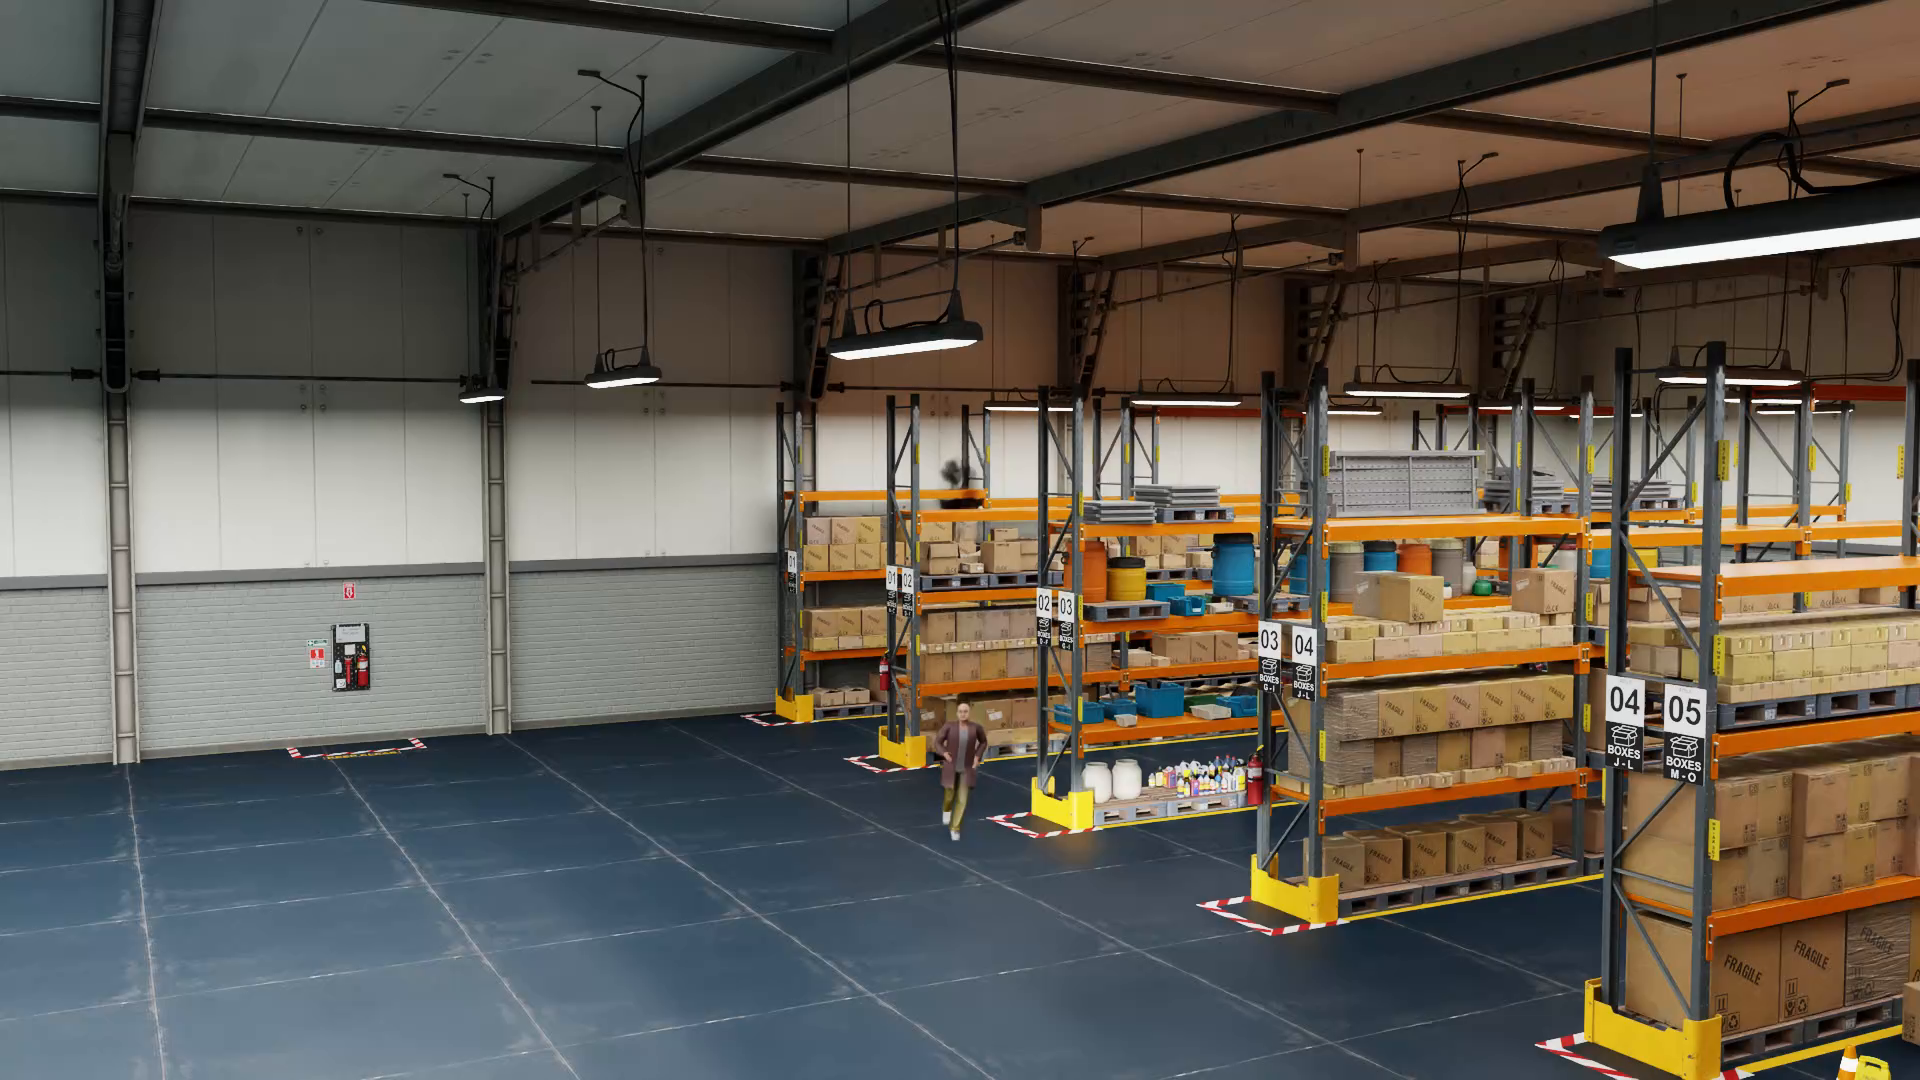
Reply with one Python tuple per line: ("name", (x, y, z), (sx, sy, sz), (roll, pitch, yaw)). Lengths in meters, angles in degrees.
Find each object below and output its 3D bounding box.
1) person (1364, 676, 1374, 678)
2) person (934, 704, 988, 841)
("person", (6.795, 2.712, 28.344), (0.860, 1.689, 0.676), (-2, 4, -36))
("person", (0.015, 3.047, 22.113), (0.724, 1.766, 0.880), (0, 3, -2))
